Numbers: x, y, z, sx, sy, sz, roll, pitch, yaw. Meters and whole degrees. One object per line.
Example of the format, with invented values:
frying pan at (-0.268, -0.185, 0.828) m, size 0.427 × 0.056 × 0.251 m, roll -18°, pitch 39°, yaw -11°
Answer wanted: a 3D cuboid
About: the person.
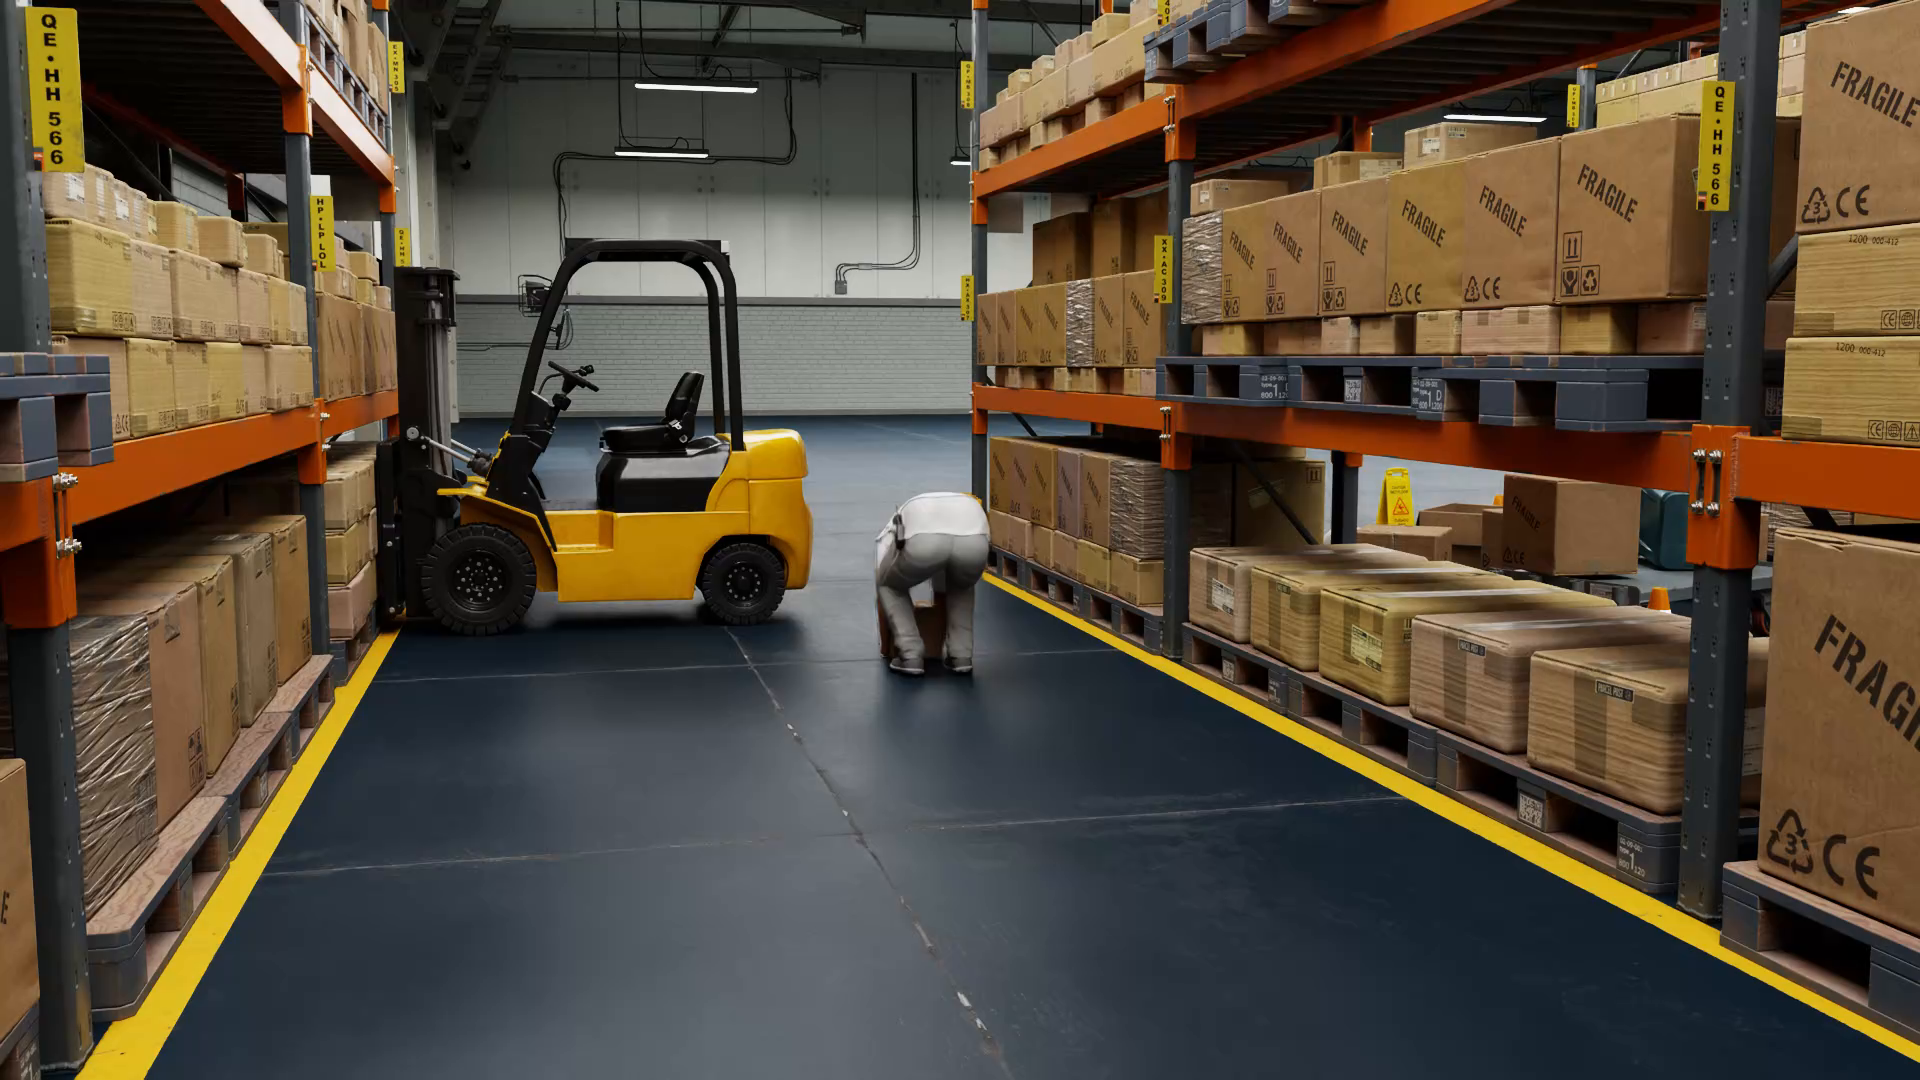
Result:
person at (-0.159, 0.195, 8.063) m, size 0.502 × 0.875 × 0.937 m, roll -2°, pitch 6°, yaw -16°
